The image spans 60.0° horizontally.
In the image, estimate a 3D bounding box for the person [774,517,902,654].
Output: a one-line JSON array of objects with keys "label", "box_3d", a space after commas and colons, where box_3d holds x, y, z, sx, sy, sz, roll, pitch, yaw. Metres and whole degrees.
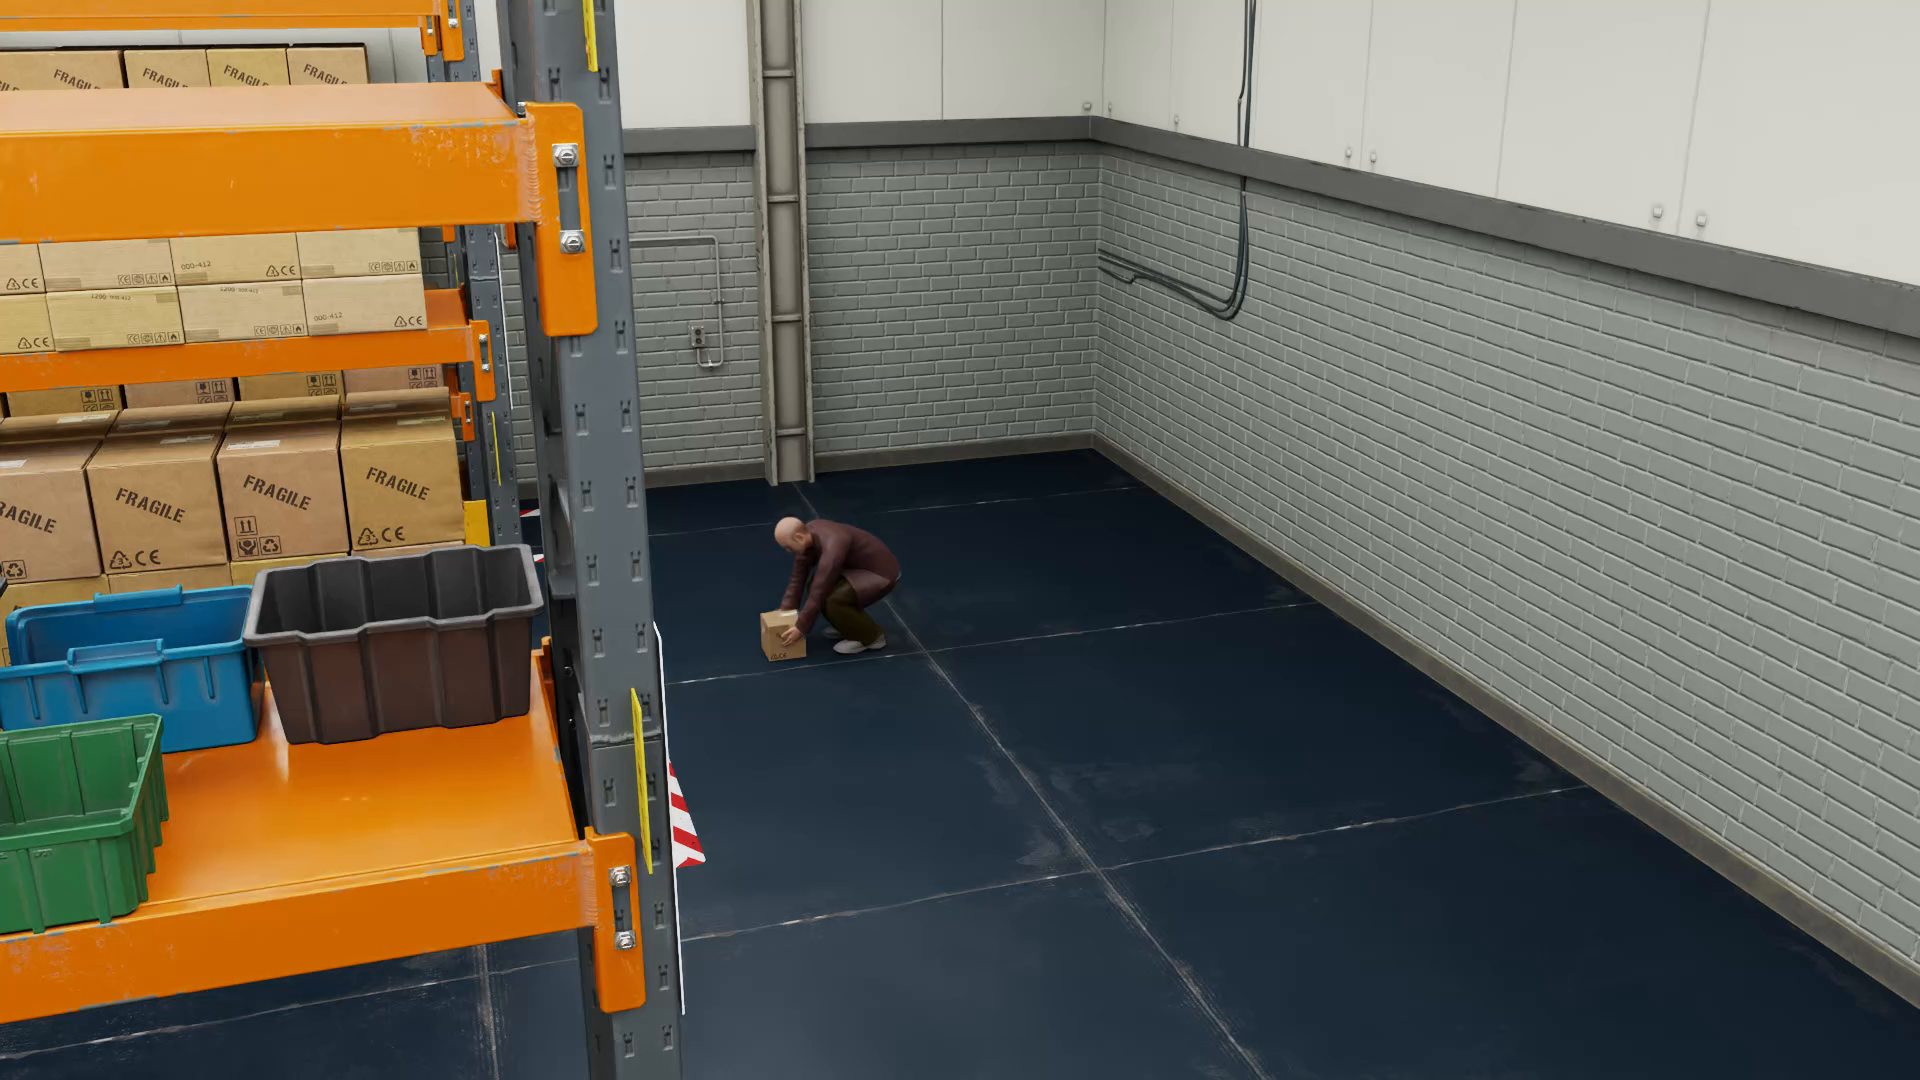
[{"label": "person", "box_3d": [-0.825, 0.270, 11.081, 0.901, 0.948, 0.611, -6, 20, -17]}]
